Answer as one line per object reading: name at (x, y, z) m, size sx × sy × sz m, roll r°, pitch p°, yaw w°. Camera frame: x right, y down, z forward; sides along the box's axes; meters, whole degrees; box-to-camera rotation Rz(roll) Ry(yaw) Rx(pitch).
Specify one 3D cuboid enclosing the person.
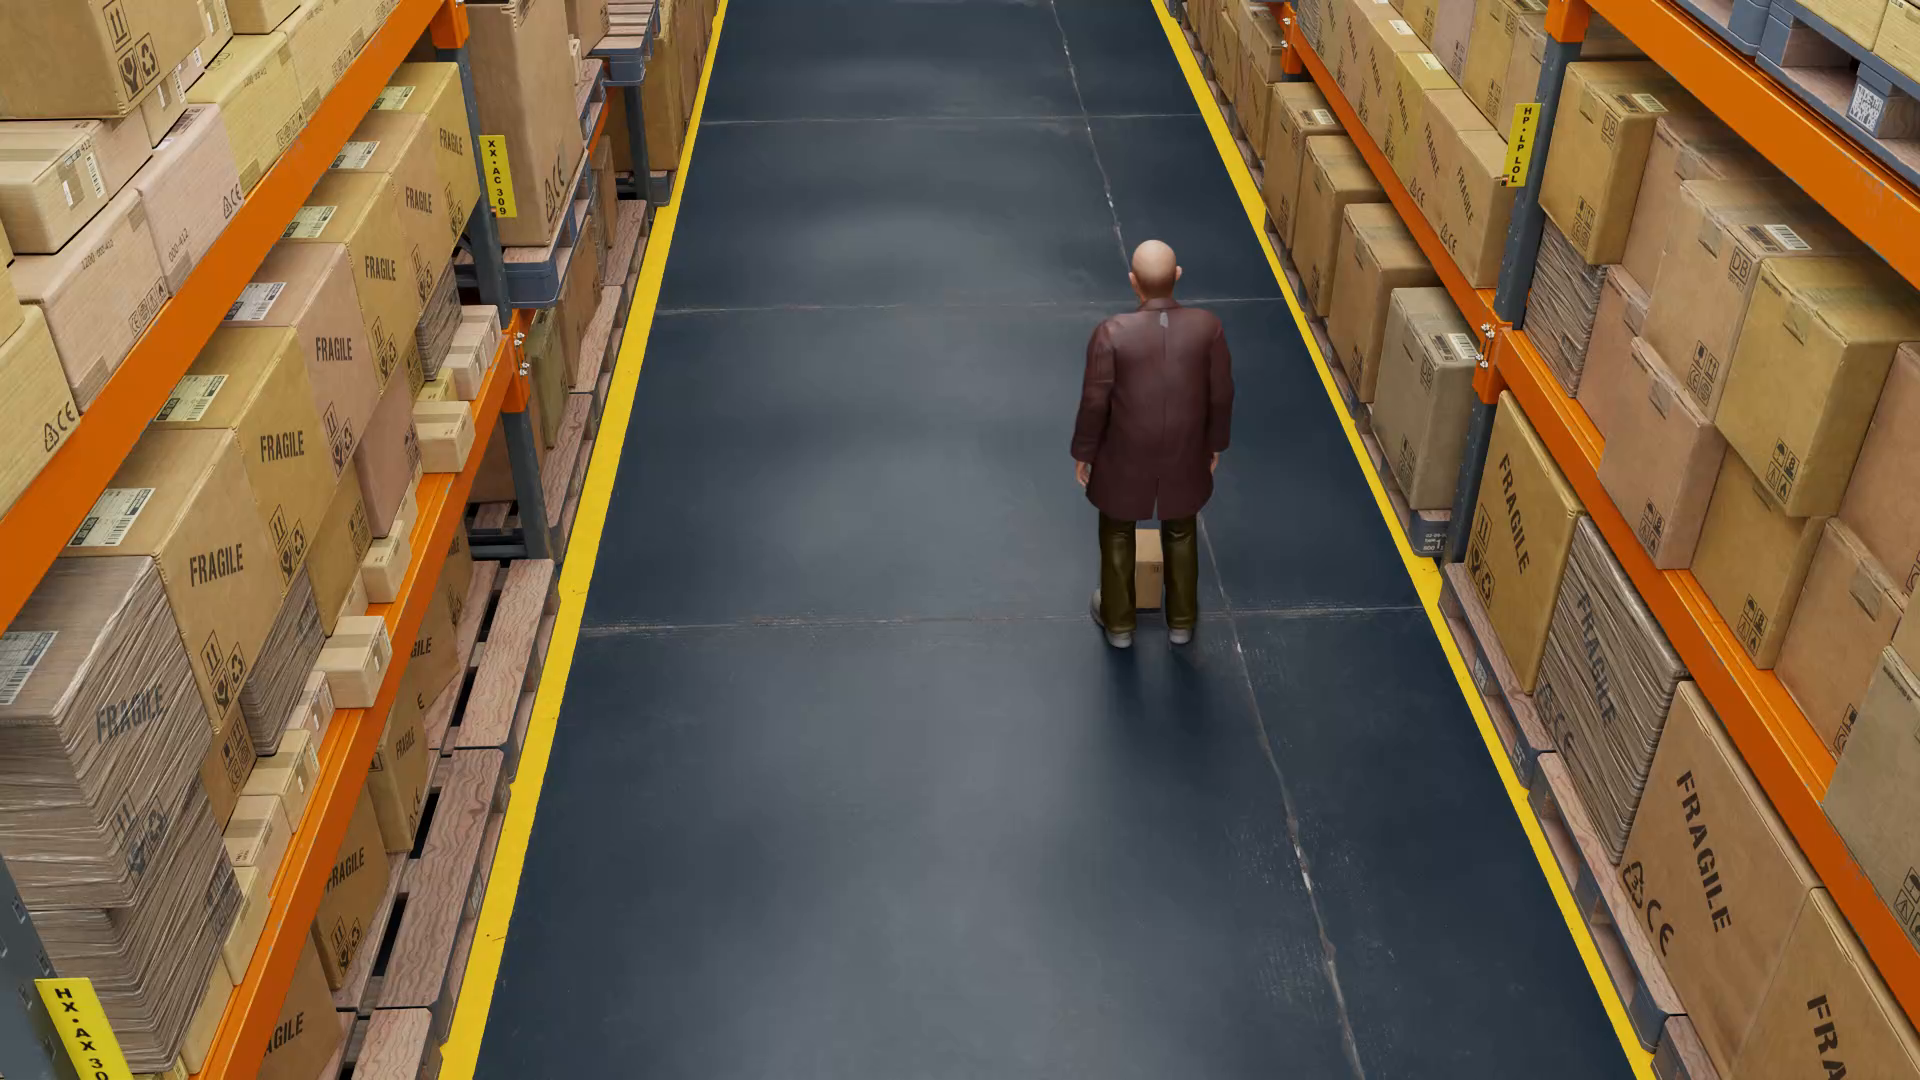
person at (0.760, -0.357, 6.673) m, size 0.648 × 1.772 × 0.429 m, roll -4°, pitch 35°, yaw -5°
